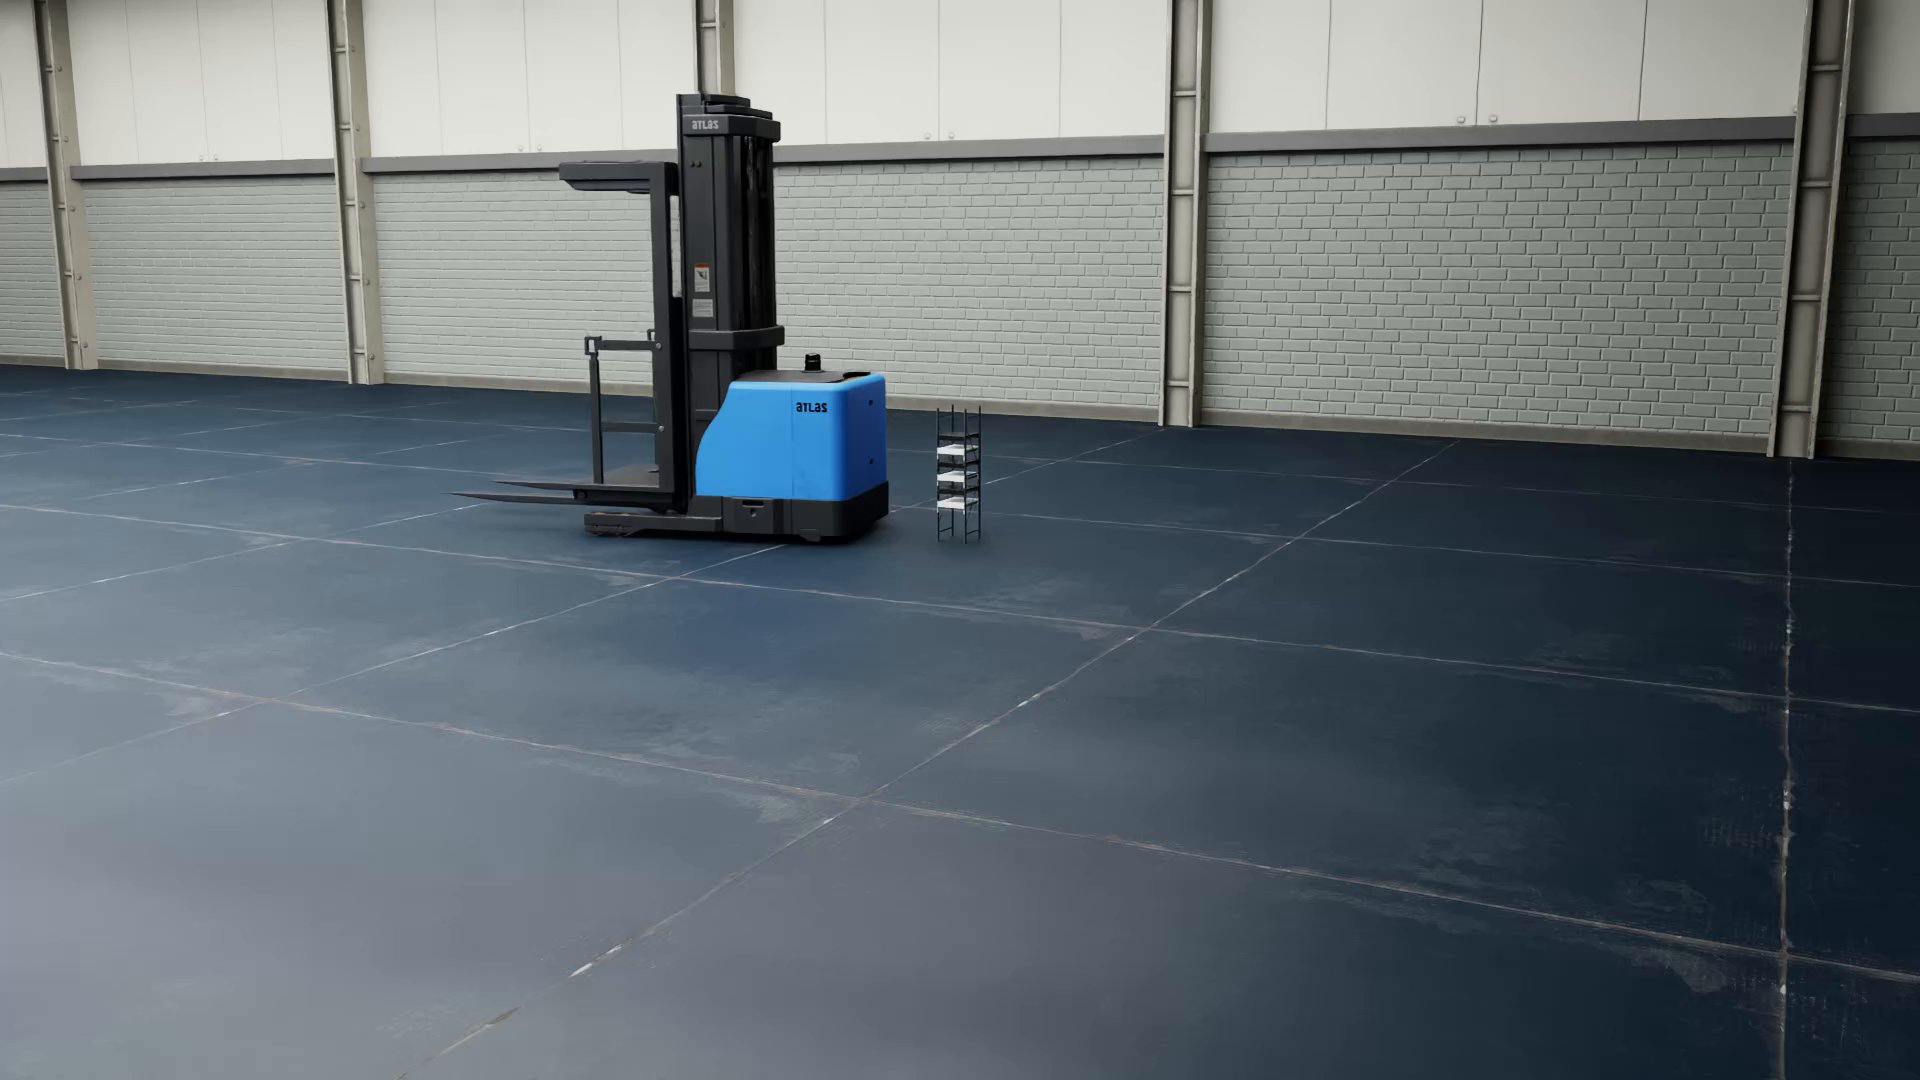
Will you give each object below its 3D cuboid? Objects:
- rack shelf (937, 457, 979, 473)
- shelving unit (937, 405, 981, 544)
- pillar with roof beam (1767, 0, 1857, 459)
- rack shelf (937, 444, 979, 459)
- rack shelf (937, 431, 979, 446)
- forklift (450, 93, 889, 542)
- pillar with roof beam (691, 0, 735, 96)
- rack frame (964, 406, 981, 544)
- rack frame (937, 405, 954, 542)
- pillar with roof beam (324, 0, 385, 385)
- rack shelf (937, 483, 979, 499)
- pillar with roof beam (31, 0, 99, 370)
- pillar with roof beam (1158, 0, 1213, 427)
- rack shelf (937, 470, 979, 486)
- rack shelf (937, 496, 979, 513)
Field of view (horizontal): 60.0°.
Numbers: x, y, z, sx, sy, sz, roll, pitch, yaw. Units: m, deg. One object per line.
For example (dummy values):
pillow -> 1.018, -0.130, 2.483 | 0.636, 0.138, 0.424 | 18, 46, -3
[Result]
rack shelf -> -0.007, -0.499, 11.144 | 0.200, 0.077, 0.258 | 5, 11, 26
shelving unit -> -0.007, -0.443, 11.154 | 0.210, 0.900, 0.258 | 5, 11, 26
pillar with roof beam -> 5.883, -4.530, 10.992 | 0.400, 9.000, 9.100 | 5, 11, 26
rack shelf -> -0.007, -0.588, 11.127 | 0.200, 0.077, 0.258 | 5, 11, 26
rack shelf -> -0.007, -0.676, 11.111 | 0.200, 0.077, 0.258 | 5, 11, 26
forklift -> -2.083, -1.547, 11.548 | 3.031, 2.935, 1.130 | 3, 11, 14
pillar with roof beam -> -4.878, -5.476, 16.217 | 0.400, 9.000, 9.100 | 5, 11, 26
rack frame -> 0.084, -0.435, 11.109 | 0.006, 0.900, 0.240 | 5, 11, 26
rack frame -> -0.098, -0.451, 11.198 | 0.006, 0.900, 0.240 | 5, 11, 26
pillar with roof beam -> -10.259, -5.948, 18.829 | 0.400, 9.000, 9.100 | 5, 11, 26
rack shelf -> -0.007, -0.322, 11.176 | 0.200, 0.077, 0.258 | 5, 11, 26
pillar with roof beam -> -15.639, -6.421, 21.442 | 0.400, 9.000, 9.100 | 5, 11, 26
pillar with roof beam -> 0.503, -5.003, 13.604 | 0.400, 9.000, 9.100 | 5, 11, 26
rack shelf -> -0.007, -0.411, 11.160 | 0.200, 0.077, 0.258 | 5, 11, 26
rack shelf -> -0.007, -0.234, 11.192 | 0.200, 0.077, 0.258 | 5, 11, 26
